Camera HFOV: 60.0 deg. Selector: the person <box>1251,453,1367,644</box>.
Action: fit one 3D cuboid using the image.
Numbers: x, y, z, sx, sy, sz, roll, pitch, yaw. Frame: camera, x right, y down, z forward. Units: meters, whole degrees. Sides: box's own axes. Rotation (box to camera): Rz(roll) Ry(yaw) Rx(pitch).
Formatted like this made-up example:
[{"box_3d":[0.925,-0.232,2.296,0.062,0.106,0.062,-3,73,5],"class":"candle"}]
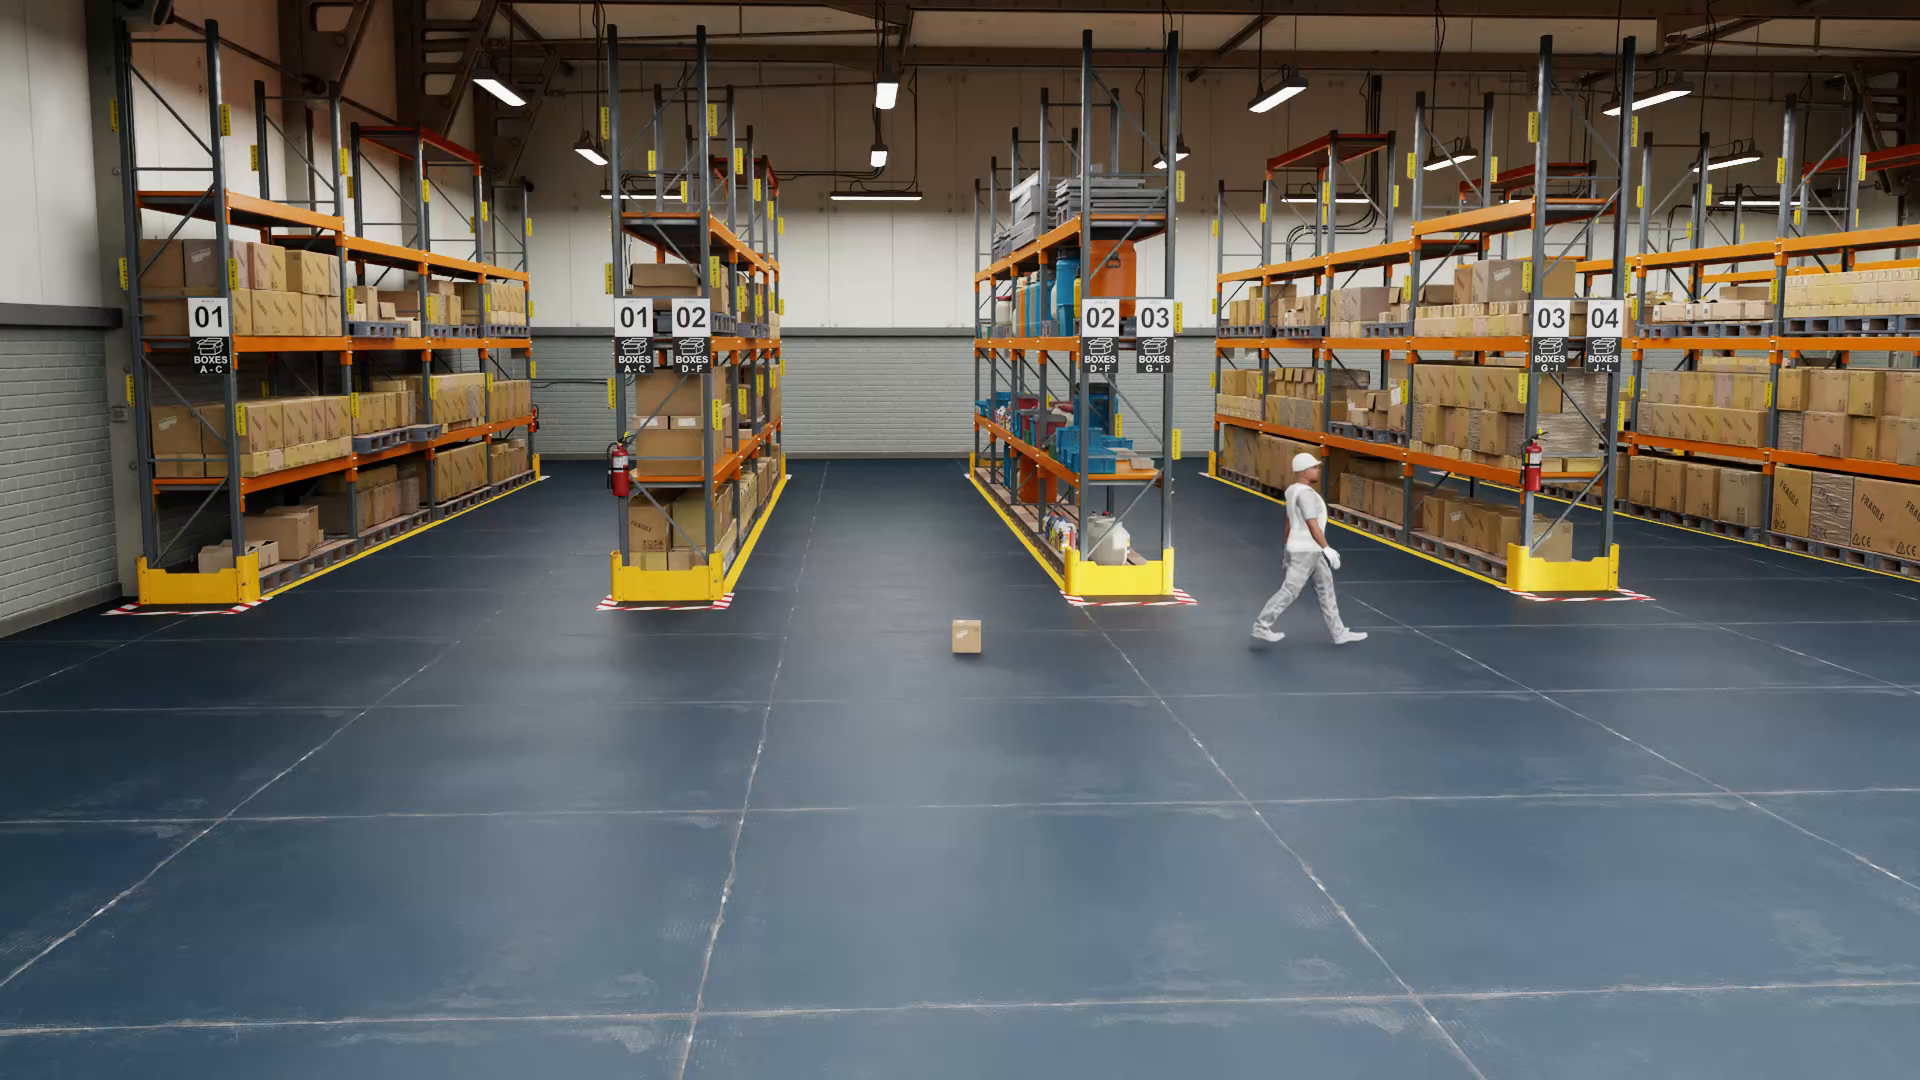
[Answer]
[{"box_3d":[3.156,0.090,14.914,1.054,1.740,0.604,1,7,7],"class":"person"}]
